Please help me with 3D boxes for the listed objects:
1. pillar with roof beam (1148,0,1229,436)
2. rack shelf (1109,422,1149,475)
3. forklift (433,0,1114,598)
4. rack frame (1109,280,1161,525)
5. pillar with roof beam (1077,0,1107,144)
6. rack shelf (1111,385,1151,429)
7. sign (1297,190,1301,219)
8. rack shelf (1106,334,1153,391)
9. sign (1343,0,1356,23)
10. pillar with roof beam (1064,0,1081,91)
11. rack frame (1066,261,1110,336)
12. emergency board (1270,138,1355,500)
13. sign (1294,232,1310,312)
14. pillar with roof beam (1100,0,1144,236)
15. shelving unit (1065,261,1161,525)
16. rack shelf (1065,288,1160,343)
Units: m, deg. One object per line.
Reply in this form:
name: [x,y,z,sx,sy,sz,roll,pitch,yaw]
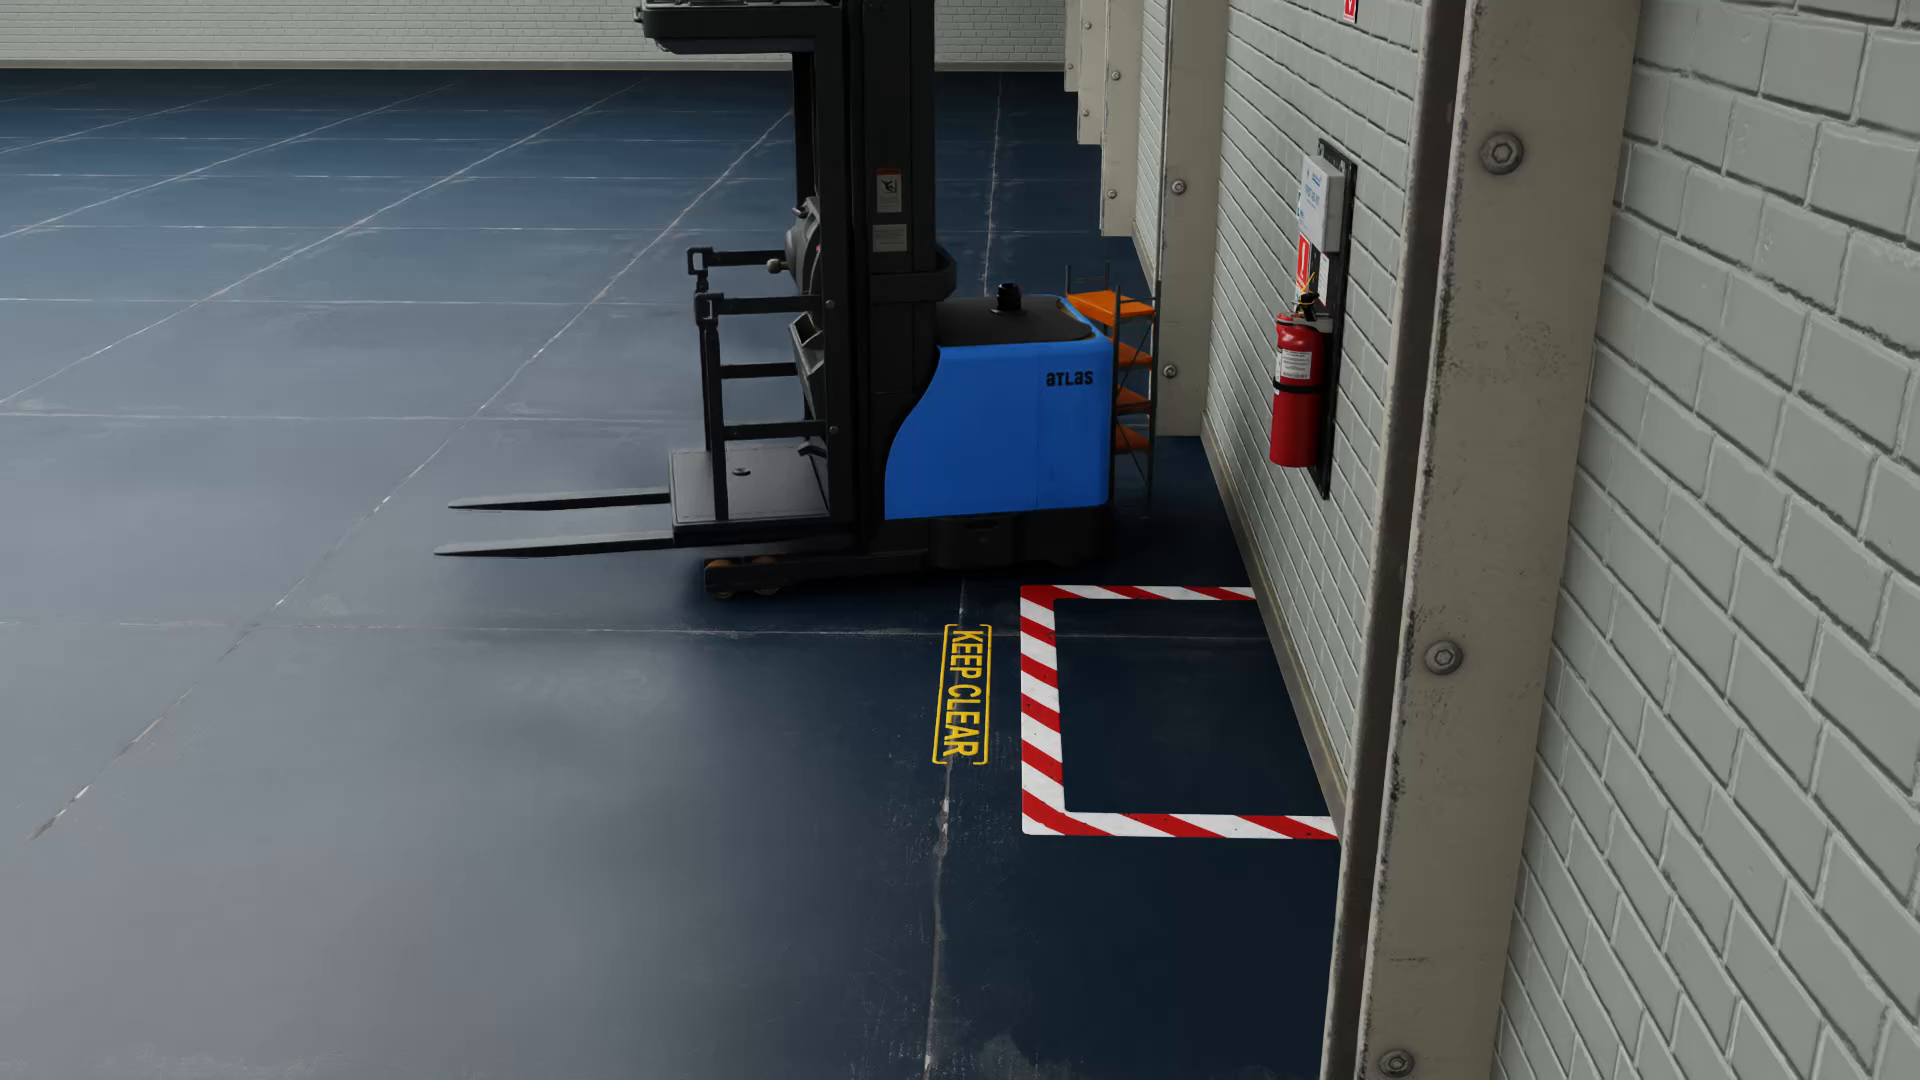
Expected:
pillar with roof beam: [-3.031,-4.916,8.259,9.100,9.000,0.400,1,21,2]
rack shelf: [0.739,-0.485,8.356,0.258,0.148,0.480,-10,23,-23]
forklift: [-0.871,-1.317,7.372,3.031,2.935,1.130,-4,22,-10]
rack frame: [0.842,-0.653,8.053,0.240,1.200,0.015,-10,23,-23]
pillar with roof beam: [-2.666,-9.255,19.441,9.100,9.000,0.400,1,21,2]
rack shelf: [0.739,-0.670,8.284,0.258,0.148,0.480,-10,23,-23]
sign: [1.313,-1.256,6.338,0.001,0.109,0.331,1,21,2]
rack shelf: [0.739,-0.879,8.203,0.258,0.148,0.480,-10,23,-23]
sign: [1.302,-1.878,5.518,0.001,0.298,0.199,1,21,2]
pillar with roof beam: [-2.484,-11.424,25.032,9.100,9.000,0.400,1,21,2]
rack frame: [0.636,-0.813,8.466,0.240,1.200,0.015,-10,23,-23]
emergency board: [1.203,-0.795,5.932,0.194,1.169,0.643,1,21,2]
sign: [1.323,-1.011,6.438,0.001,0.329,0.234,1,21,2]
pillar with roof beam: [-2.849,-7.085,13.850,9.100,9.000,0.400,1,21,2]
shelving unit: [0.739,-0.733,8.259,0.258,1.200,0.503,-10,23,-23]
rack shelf: [0.739,-1.099,8.117,0.258,0.148,0.480,-10,23,-23]
